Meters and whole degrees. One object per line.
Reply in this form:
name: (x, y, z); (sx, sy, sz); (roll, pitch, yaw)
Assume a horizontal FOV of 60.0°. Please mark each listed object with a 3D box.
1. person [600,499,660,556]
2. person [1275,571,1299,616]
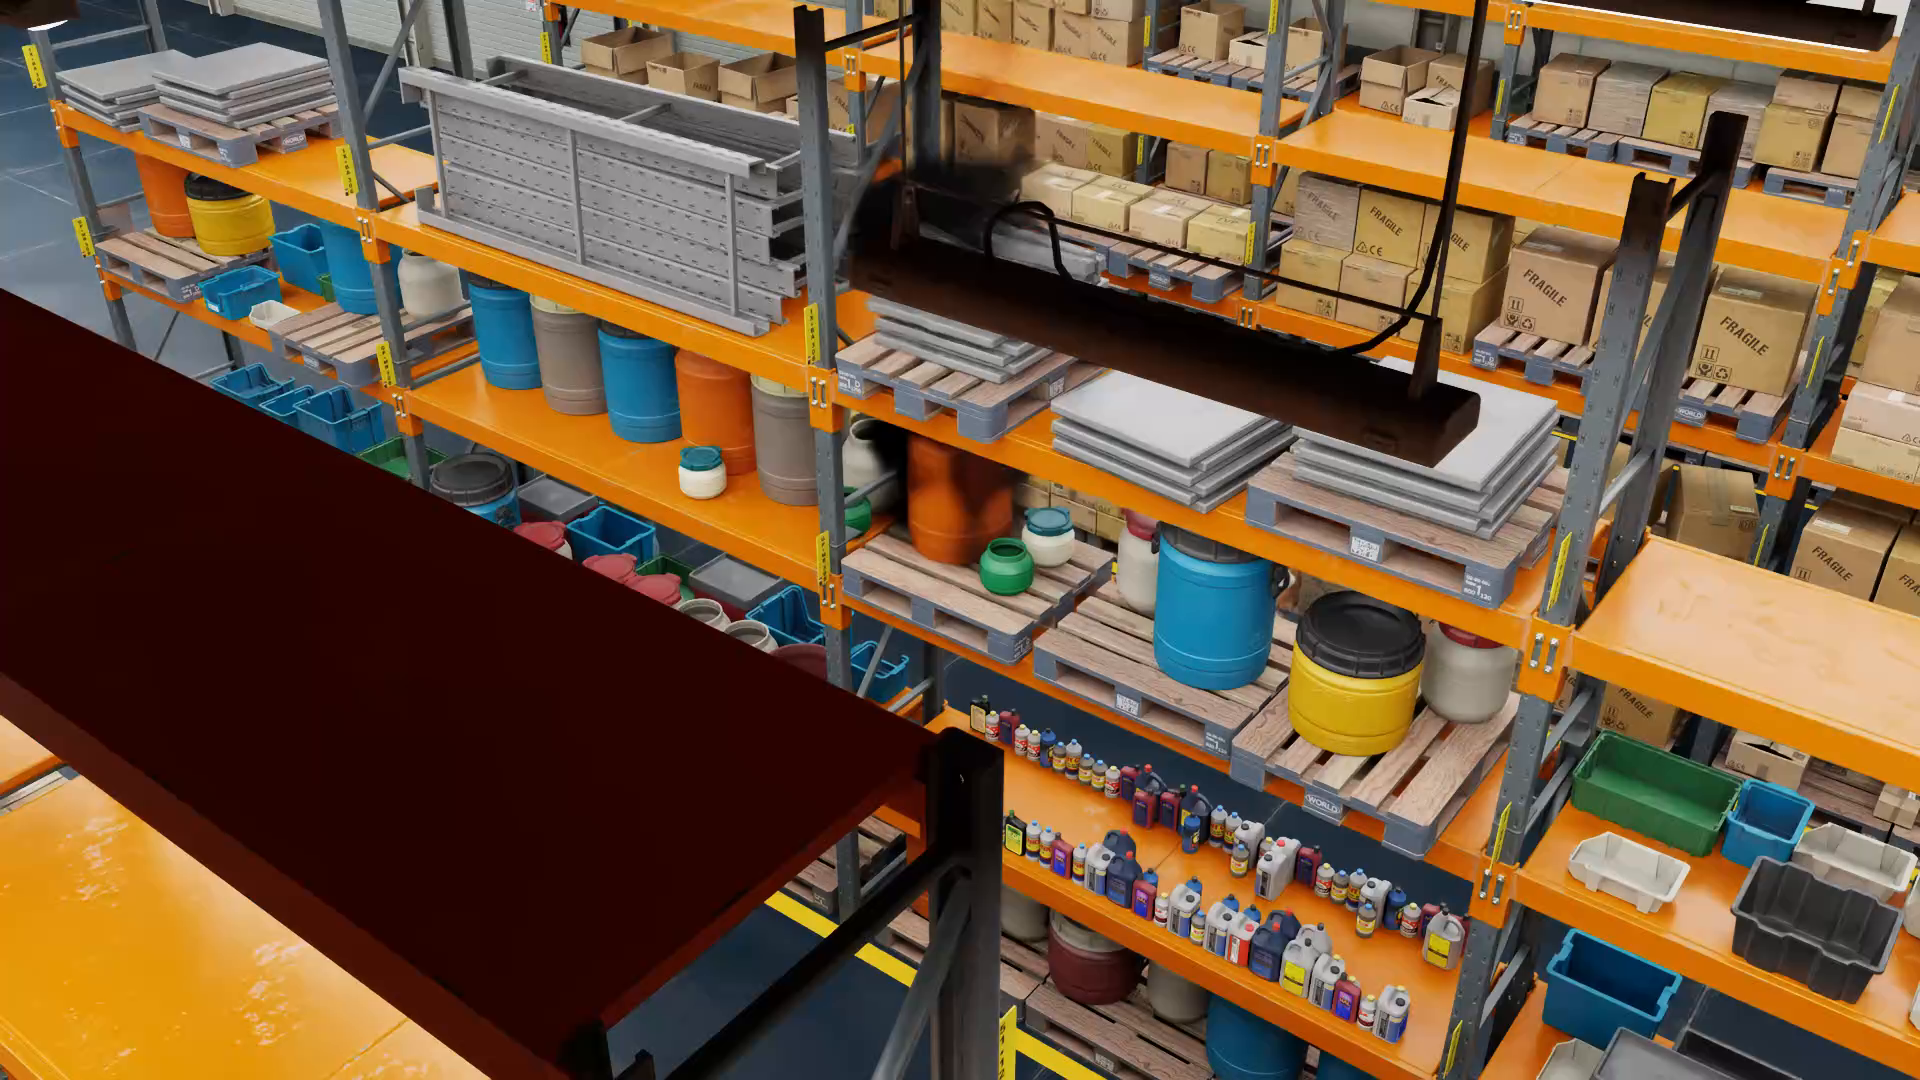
person: (-2.850, -0.424, 14.273); (0.782, 1.716, 0.738); (27, 41, 37)
person: (2.200, 0.743, 12.478); (0.815, 1.724, 0.593); (15, 35, 24)
